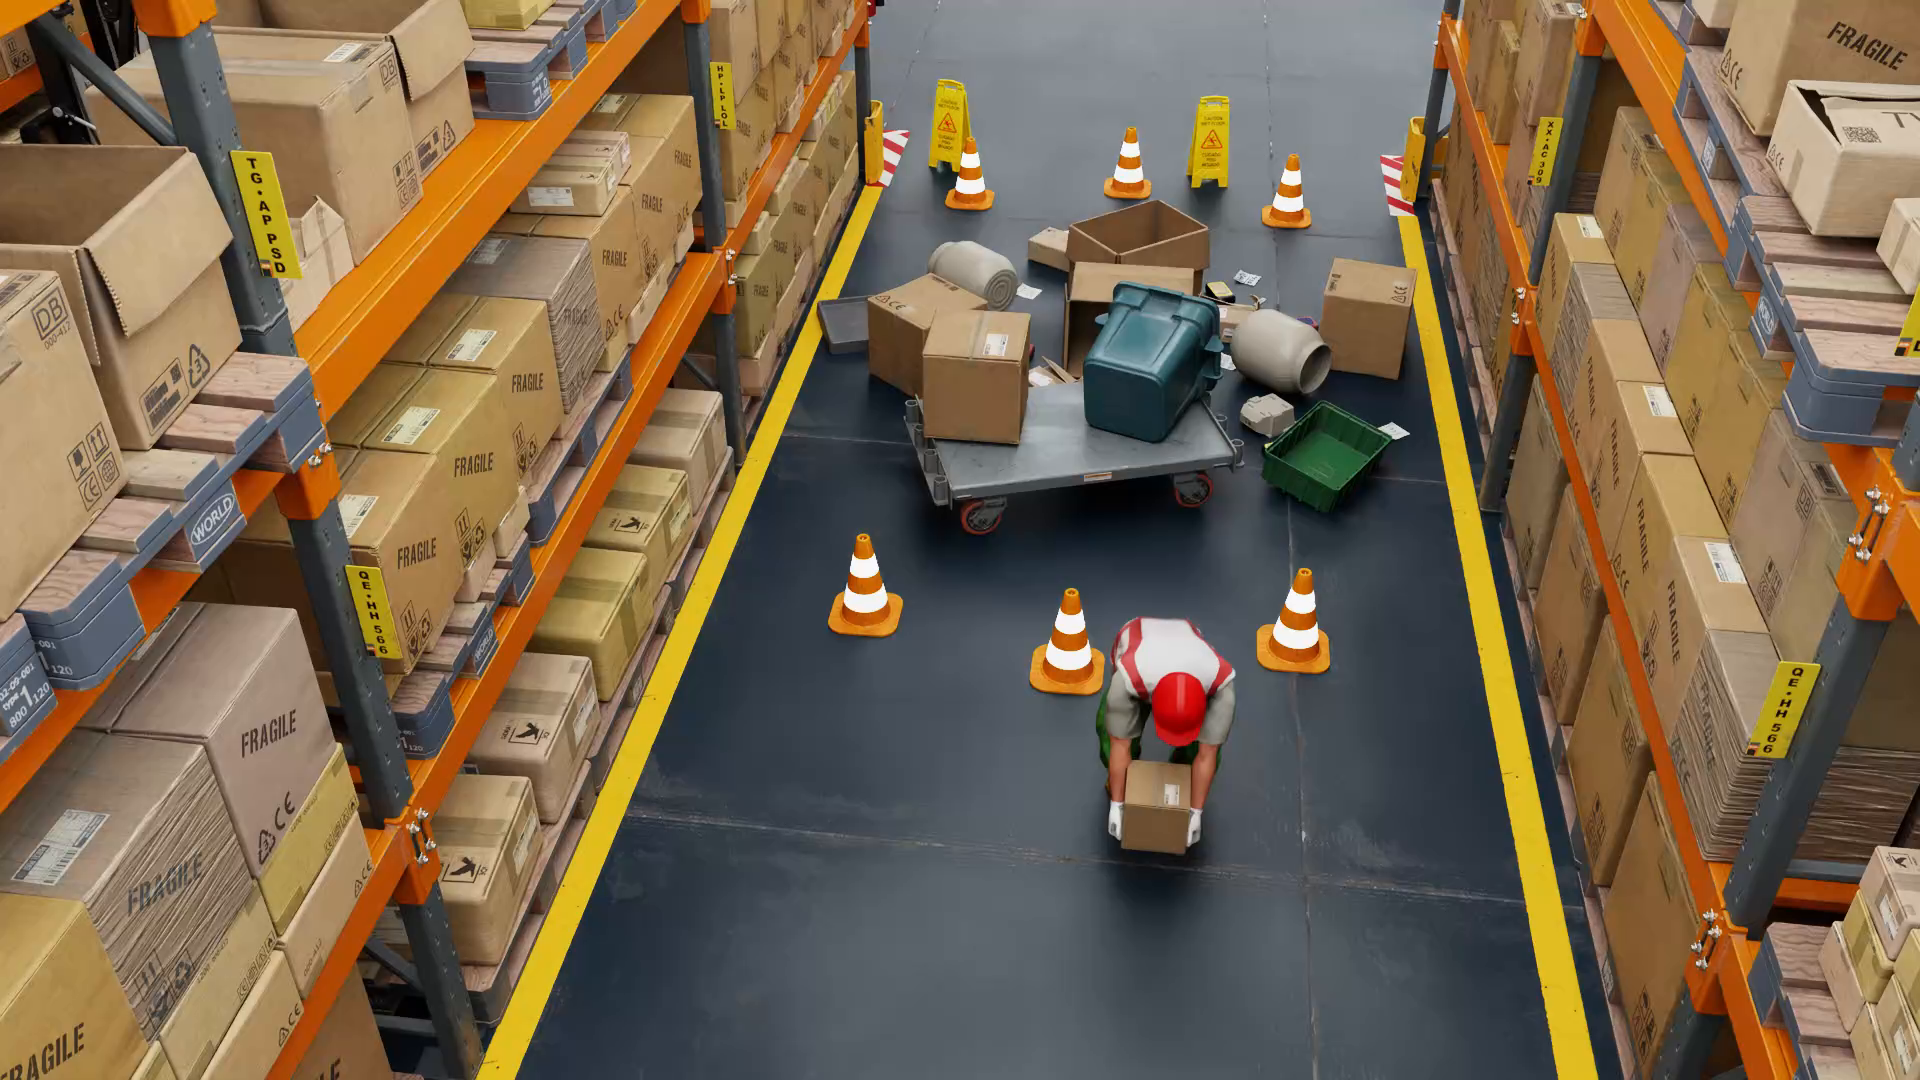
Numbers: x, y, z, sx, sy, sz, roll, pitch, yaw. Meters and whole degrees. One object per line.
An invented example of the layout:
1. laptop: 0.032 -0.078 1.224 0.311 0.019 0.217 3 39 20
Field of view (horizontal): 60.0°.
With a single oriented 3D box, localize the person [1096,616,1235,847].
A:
1. person: 0.819 0.719 6.711 0.534 0.991 0.907 3 36 5
